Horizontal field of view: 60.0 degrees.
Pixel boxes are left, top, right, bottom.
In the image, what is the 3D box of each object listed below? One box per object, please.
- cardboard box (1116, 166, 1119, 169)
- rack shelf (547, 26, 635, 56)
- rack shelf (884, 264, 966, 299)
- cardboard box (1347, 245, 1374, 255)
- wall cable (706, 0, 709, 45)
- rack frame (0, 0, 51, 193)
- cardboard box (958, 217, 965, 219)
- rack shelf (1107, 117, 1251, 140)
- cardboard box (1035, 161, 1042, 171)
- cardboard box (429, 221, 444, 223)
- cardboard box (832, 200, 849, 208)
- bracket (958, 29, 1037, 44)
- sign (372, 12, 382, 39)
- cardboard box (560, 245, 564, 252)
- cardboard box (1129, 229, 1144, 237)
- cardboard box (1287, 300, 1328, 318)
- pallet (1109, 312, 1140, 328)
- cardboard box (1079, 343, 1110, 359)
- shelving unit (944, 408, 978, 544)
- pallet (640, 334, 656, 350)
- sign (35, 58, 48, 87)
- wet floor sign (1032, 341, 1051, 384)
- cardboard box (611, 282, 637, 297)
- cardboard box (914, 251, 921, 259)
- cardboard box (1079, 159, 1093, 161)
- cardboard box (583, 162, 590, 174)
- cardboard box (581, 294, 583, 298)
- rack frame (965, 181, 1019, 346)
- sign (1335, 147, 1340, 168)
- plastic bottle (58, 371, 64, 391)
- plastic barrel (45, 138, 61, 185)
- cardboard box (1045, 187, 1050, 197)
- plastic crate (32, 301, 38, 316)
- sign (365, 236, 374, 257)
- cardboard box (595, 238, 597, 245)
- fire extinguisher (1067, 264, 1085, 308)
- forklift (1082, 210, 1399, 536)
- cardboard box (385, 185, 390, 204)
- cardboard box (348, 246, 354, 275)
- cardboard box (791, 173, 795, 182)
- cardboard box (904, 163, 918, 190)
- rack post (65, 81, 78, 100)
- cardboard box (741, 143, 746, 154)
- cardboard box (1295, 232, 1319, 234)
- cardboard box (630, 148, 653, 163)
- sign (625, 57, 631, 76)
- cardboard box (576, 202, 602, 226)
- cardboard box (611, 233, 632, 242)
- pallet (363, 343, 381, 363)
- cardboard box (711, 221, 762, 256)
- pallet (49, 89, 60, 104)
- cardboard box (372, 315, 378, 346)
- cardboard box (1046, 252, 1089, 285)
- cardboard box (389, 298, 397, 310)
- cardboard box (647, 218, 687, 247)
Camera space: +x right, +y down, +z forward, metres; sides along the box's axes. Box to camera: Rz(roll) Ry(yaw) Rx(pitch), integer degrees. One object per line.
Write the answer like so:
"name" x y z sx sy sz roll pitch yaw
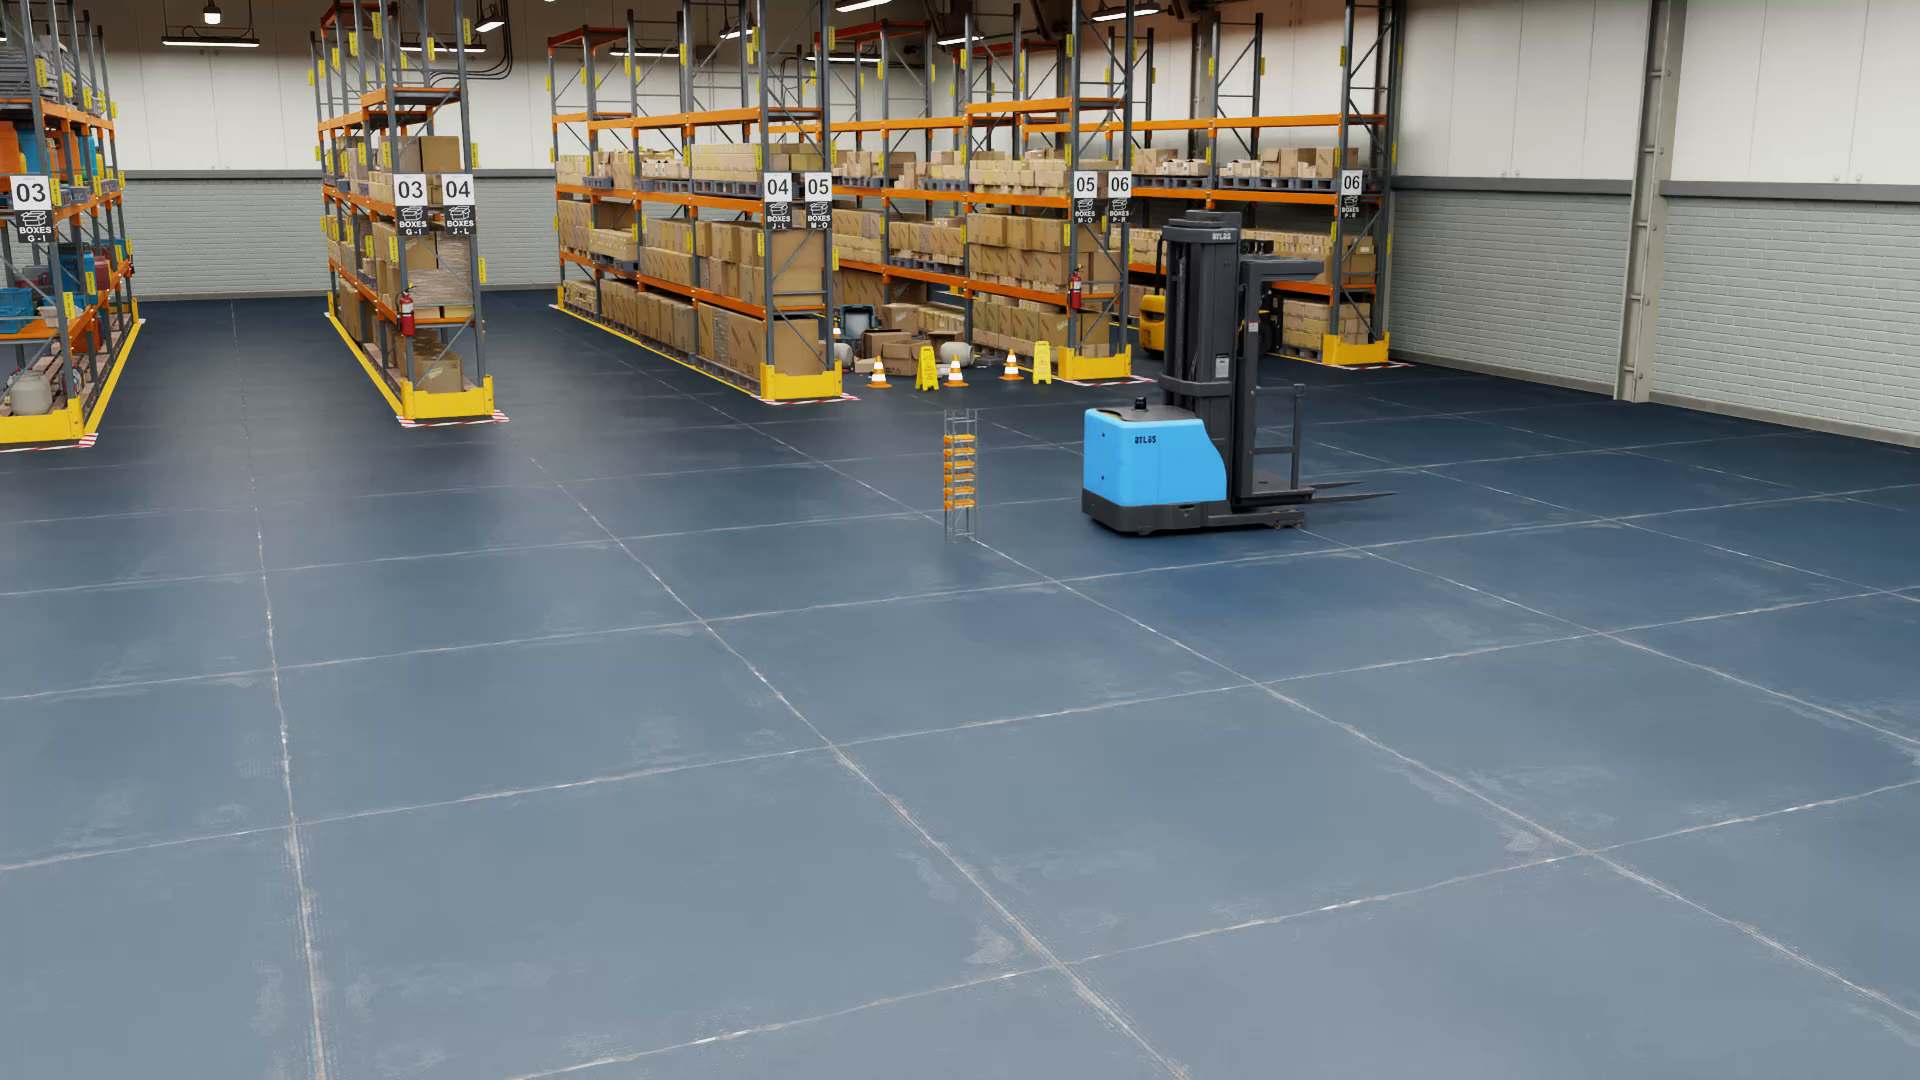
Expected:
"cardboard box" 3.373 -7.641 34.326 0.380 0.166 0.250 -6 14 -23
"rack shelf" -7.933 -10.654 35.550 1.077 0.370 4.000 -6 14 -23
"rack shelf" -0.233 -4.927 31.482 1.077 0.370 4.000 -6 14 -23
"cardboard box" 6.818 -4.945 28.305 0.380 0.149 0.250 -6 14 -24
"wall cable" -7.735 -14.536 43.463 2.355 3.000 0.029 -6 14 -23
"rack frame" -11.448 -5.618 19.568 1.000 3.000 0.127 -6 14 -23
"cardboard box" 0.174 -5.923 30.938 0.380 0.149 0.250 -5 14 -20
"rack shelf" 4.313 -8.104 32.791 1.077 0.370 4.000 -6 14 -23
"cardboard box" 1.431 -6.025 26.765 0.380 0.149 0.250 -6 14 -23
"cardboard box" -8.080 -4.582 25.296 0.500 0.500 0.500 -6 14 -23
"cardboard box" -2.643 -7.509 37.165 0.380 0.149 0.250 -5 14 -22
"bracket" 0.933 -12.454 41.120 0.076 0.066 4.783 -6 14 -23
"sign" -7.427 -6.552 21.179 0.100 0.325 0.005 -6 14 -23
"cardboard box" -8.905 -6.657 37.917 0.380 0.149 0.250 -6 14 -23
"cardboard box" 3.604 -6.306 34.186 0.380 0.149 0.250 -5 14 -21
"cardboard box" 6.036 -4.011 28.878 0.500 0.250 0.500 -5 14 -22
"pallet" 3.806 -4.608 34.691 1.003 0.211 1.213 -6 14 -23
"cardboard box" 2.100 -3.095 27.136 0.500 0.250 0.500 -6 14 -23
"shelving unit" 0.006 -0.582 15.102 0.258 1.200 0.189 -6 14 -23
"pallet" -5.283 -3.695 30.745 1.003 0.211 1.213 -6 14 -23
"sign" -10.943 -5.565 19.802 0.100 0.325 0.005 -6 14 -23
"wet floor sign" 1.266 -2.755 25.723 0.267 0.644 0.232 -1 13 -4
"cardboard box" -6.662 -5.009 33.191 0.500 0.250 0.500 -5 14 -21
"cardboard box" -0.666 -5.466 31.838 0.380 0.149 0.250 -5 14 -20
"cardboard box" 2.687 -8.128 35.852 0.380 0.149 0.250 -6 14 -24
"cardboard box" -7.550 -7.754 34.670 0.500 0.250 0.500 -6 14 -26
"cardboard box" -8.179 -5.439 36.831 0.380 0.149 0.250 -5 14 -20
"rack frame" 0.568 -4.864 29.615 1.000 3.000 0.127 -6 14 -23
"sign" 6.214 -6.295 27.357 0.100 0.325 0.005 -6 14 -23
"plastic bottle" -12.577 -2.244 23.359 0.152 0.276 0.135 -6 14 -23
"plastic barrel" -14.523 -5.865 26.173 0.600 0.901 0.600 0 13 0
"cardboard box" 1.566 -5.532 26.404 0.380 0.149 0.250 -5 14 -21
"plastic crate" -12.766 -3.113 22.517 0.450 0.188 0.662 -6 14 -23
"sign" -9.020 -4.483 25.398 0.100 0.325 0.005 -6 14 -23
"cardboard box" -7.186 -6.047 33.690 0.380 0.149 0.250 -5 14 -22
"fire extinguisher" 1.794 -3.935 25.772 0.296 0.674 0.183 -6 14 -23
"forklift" 2.756 -1.642 15.843 3.031 2.935 1.130 -4 14 -17
"cardboard box" -7.539 -4.711 22.632 0.500 0.250 0.500 -6 14 -23
"cardboard box" -10.945 -5.135 30.561 0.500 0.500 0.500 -6 14 -25
"cardboard box" -2.271 -5.315 24.313 0.380 0.149 0.250 -5 14 -22
"cardboard box" -0.664 -7.004 31.987 0.700 0.500 0.500 -6 14 -23
"rack post" -14.981 -7.380 27.349 0.954 0.300 0.937 -6 14 -23
"cardboard box" -2.972 -5.694 24.185 0.380 0.149 0.250 -5 14 -22
"cardboard box" 6.184 -5.408 29.642 0.380 0.149 0.250 -6 14 -23
"cardboard box" -5.930 -7.166 30.988 0.396 0.266 0.258 -6 14 -23
"sign" -6.023 -8.588 30.153 0.100 0.325 0.005 -6 14 -23
"cardboard box" -7.972 -7.016 35.813 0.500 0.500 0.500 -5 14 -21
"cardboard box" -6.551 -5.866 32.250 0.380 0.149 0.250 -6 14 -23
"pallet" -9.803 -3.276 28.935 1.003 0.211 1.213 -6 14 -23
"cardboard box" -3.484 -4.813 26.666 0.875 0.550 0.550 -6 14 -23
"pallet" -12.202 -5.738 21.389 1.003 0.211 1.213 -6 14 -23
"cardboard box" -9.828 -3.656 28.961 0.700 0.500 0.500 -6 15 -26
"cardboard box" 1.700 -4.319 26.377 0.500 0.500 0.500 -6 14 -24
"cardboard box" -7.911 -3.361 23.678 0.380 0.149 0.250 -6 14 -23
"cardboard box" -5.359 -5.665 30.635 0.700 0.500 0.500 -6 14 -23
